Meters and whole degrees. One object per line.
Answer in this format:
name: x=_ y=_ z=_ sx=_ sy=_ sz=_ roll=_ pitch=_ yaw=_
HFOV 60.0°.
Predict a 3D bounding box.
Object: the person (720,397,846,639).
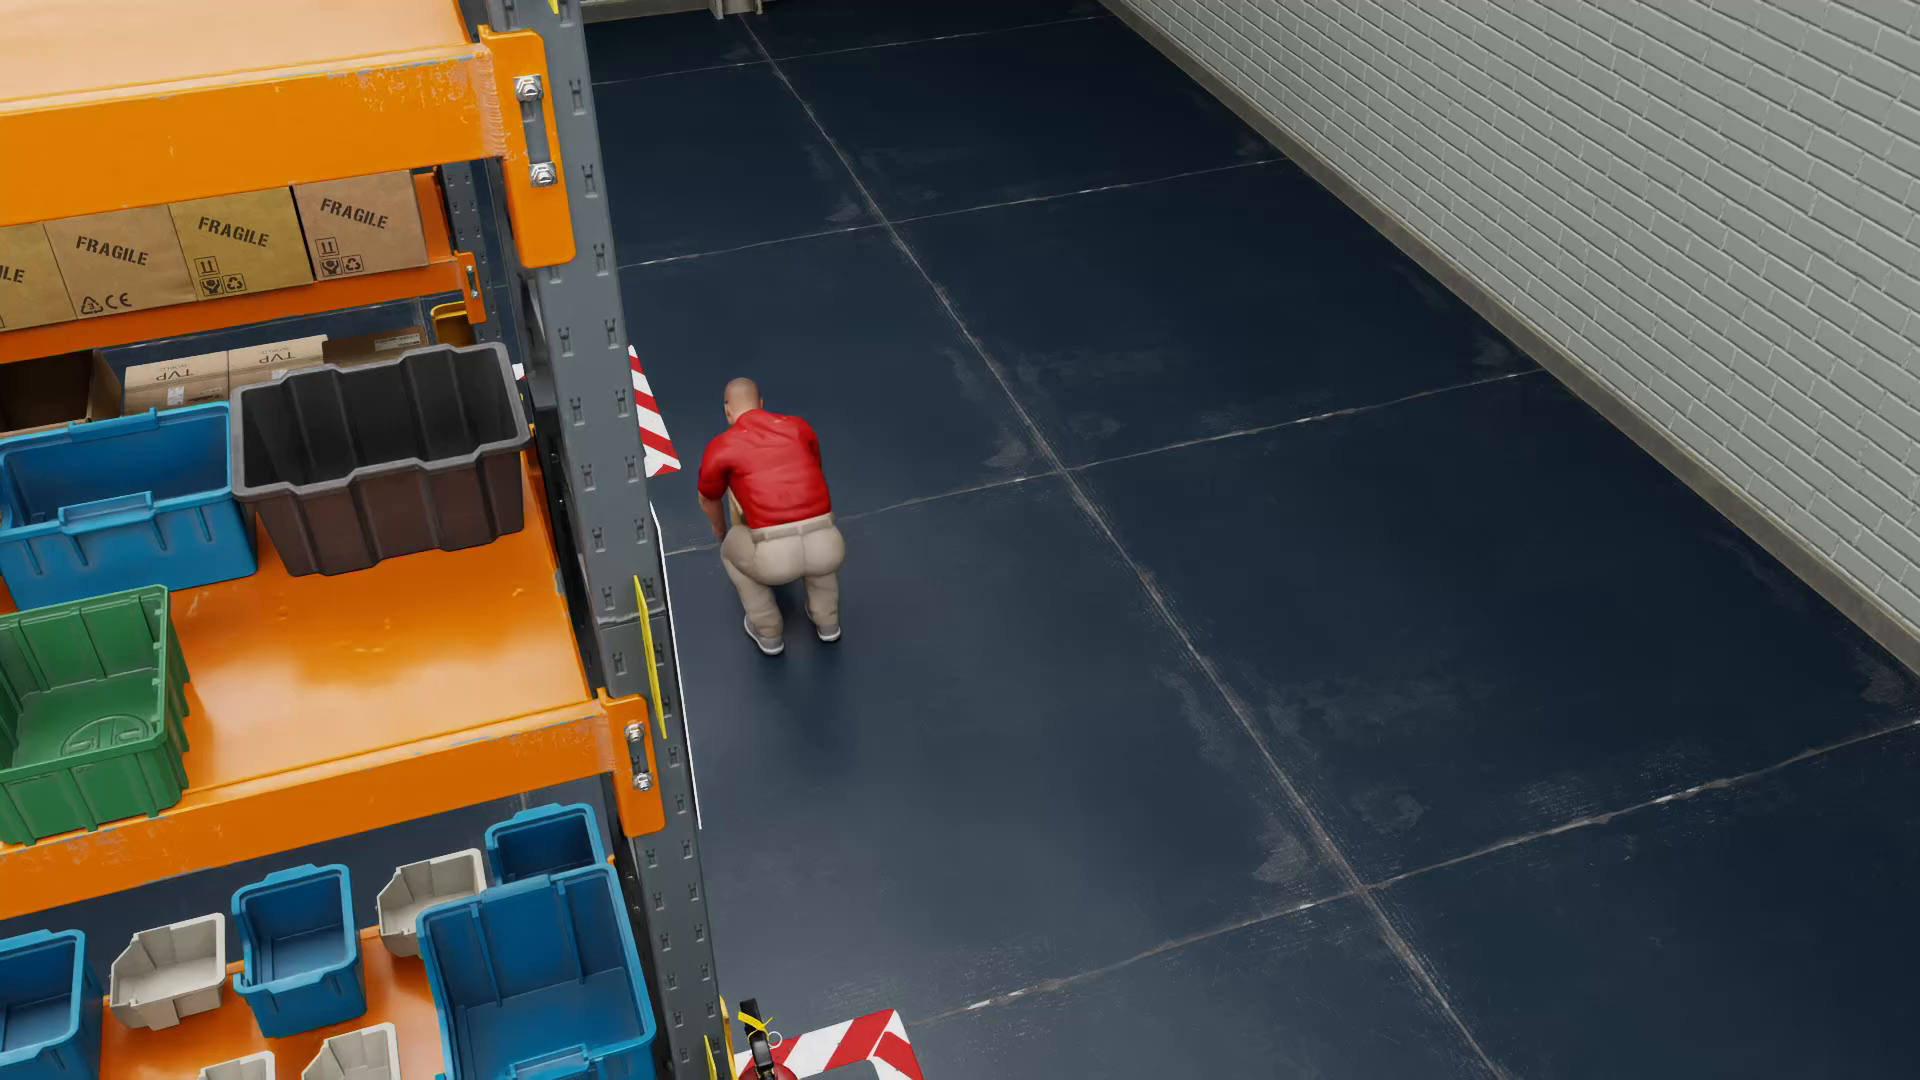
person: x=-0.804 y=-0.075 z=7.394 sx=0.523 sy=0.997 sz=0.794 roll=-13 pitch=39 yaw=-16
